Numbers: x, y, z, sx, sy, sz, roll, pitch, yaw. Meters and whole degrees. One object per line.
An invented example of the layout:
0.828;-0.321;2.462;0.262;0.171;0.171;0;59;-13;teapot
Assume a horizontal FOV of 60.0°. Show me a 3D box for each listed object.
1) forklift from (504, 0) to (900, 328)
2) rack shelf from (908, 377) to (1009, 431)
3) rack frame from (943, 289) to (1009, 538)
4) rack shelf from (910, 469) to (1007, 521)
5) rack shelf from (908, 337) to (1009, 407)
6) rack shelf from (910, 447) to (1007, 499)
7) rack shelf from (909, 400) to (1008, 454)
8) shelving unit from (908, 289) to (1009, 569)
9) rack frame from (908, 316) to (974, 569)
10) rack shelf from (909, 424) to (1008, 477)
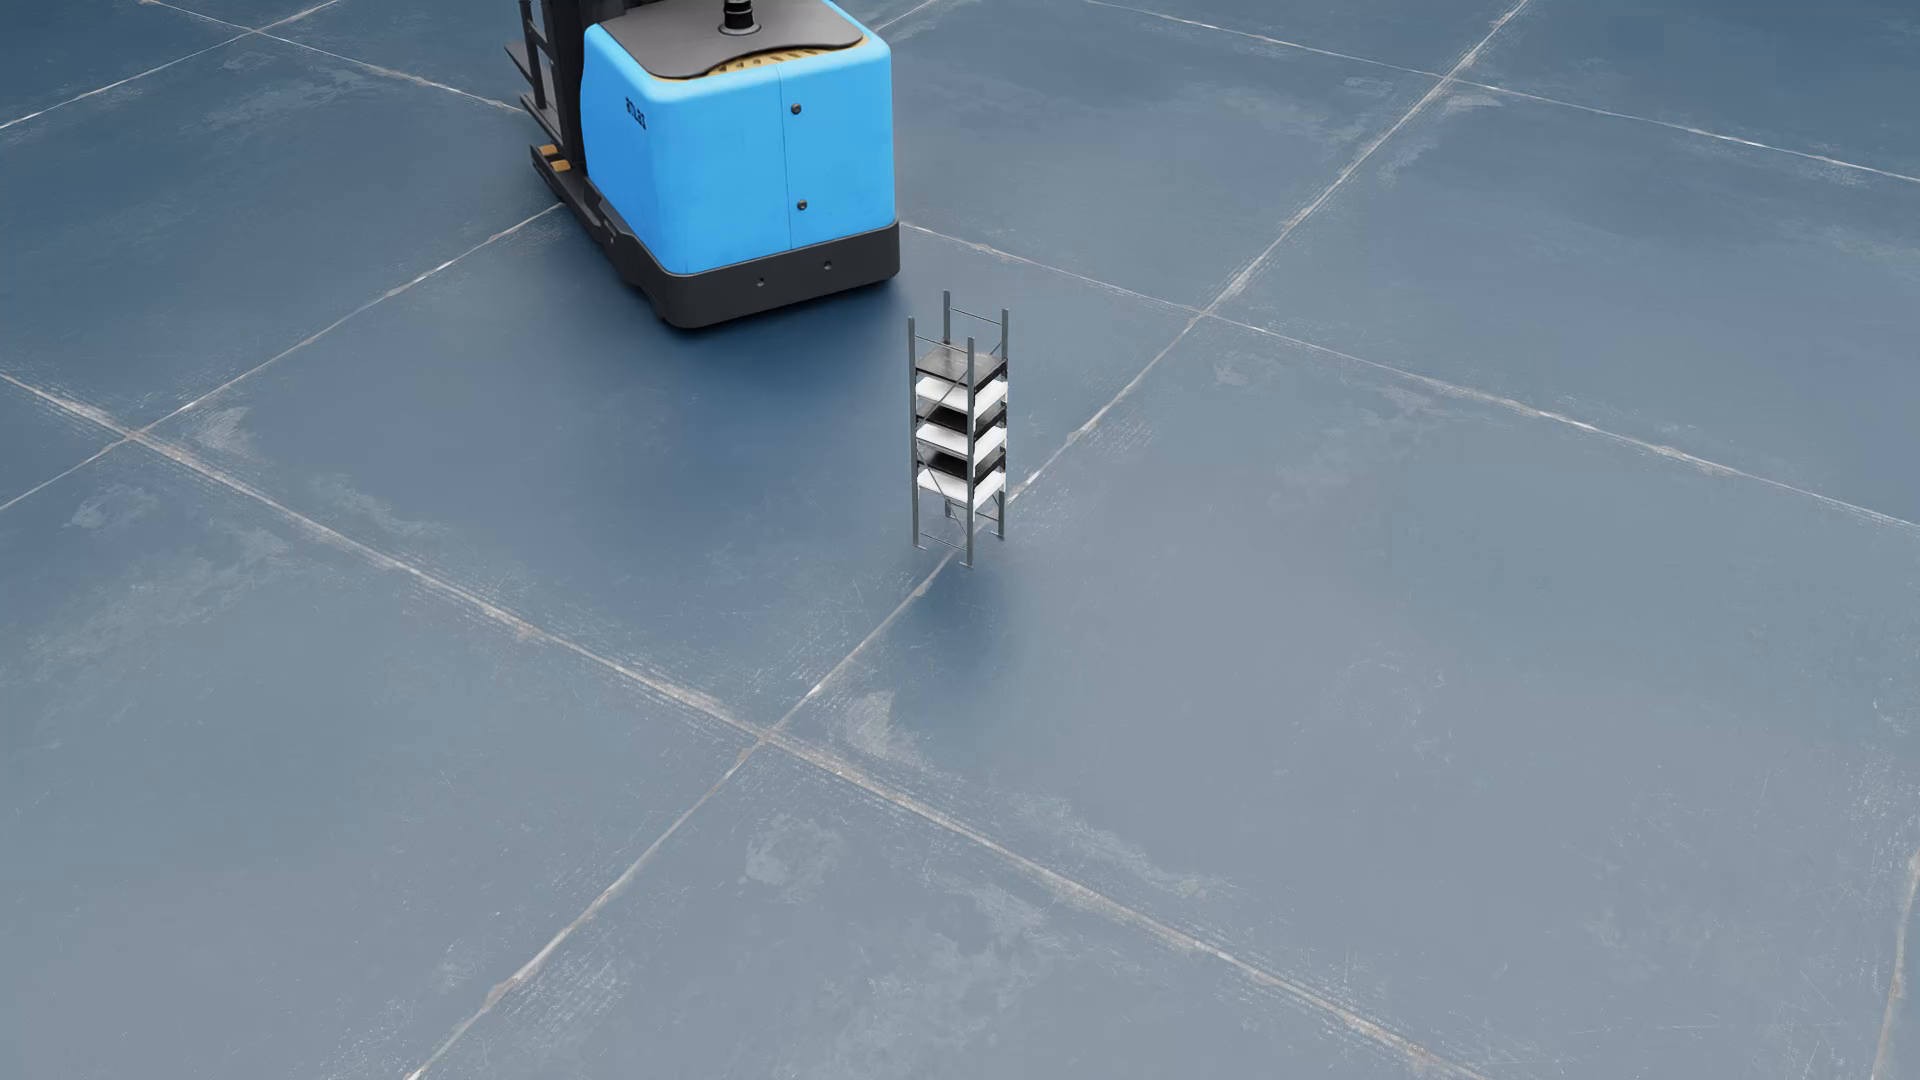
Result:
-1.399;-2.904;7.117;1.130;2.935;3.031;-18;41;-22;forklift
-0.004;-0.468;5.380;0.258;0.077;0.200;21;42;25;rack shelf
0.050;-0.405;5.538;0.240;0.900;0.006;21;42;25;rack frame
-0.004;-0.183;5.600;0.258;0.077;0.200;21;42;25;rack shelf
-0.004;-0.540;5.325;0.258;0.077;0.200;21;42;25;rack shelf
-0.004;-0.255;5.545;0.258;0.077;0.200;21;42;25;rack shelf
-0.004;-0.397;5.435;0.258;0.077;0.200;21;42;25;rack shelf
-0.004;-0.352;5.470;0.258;0.900;0.210;21;42;25;shelving unit
-0.059;-0.300;5.402;0.240;0.900;0.006;21;42;25;rack frame
-0.004;-0.326;5.490;0.258;0.077;0.200;21;42;25;rack shelf
